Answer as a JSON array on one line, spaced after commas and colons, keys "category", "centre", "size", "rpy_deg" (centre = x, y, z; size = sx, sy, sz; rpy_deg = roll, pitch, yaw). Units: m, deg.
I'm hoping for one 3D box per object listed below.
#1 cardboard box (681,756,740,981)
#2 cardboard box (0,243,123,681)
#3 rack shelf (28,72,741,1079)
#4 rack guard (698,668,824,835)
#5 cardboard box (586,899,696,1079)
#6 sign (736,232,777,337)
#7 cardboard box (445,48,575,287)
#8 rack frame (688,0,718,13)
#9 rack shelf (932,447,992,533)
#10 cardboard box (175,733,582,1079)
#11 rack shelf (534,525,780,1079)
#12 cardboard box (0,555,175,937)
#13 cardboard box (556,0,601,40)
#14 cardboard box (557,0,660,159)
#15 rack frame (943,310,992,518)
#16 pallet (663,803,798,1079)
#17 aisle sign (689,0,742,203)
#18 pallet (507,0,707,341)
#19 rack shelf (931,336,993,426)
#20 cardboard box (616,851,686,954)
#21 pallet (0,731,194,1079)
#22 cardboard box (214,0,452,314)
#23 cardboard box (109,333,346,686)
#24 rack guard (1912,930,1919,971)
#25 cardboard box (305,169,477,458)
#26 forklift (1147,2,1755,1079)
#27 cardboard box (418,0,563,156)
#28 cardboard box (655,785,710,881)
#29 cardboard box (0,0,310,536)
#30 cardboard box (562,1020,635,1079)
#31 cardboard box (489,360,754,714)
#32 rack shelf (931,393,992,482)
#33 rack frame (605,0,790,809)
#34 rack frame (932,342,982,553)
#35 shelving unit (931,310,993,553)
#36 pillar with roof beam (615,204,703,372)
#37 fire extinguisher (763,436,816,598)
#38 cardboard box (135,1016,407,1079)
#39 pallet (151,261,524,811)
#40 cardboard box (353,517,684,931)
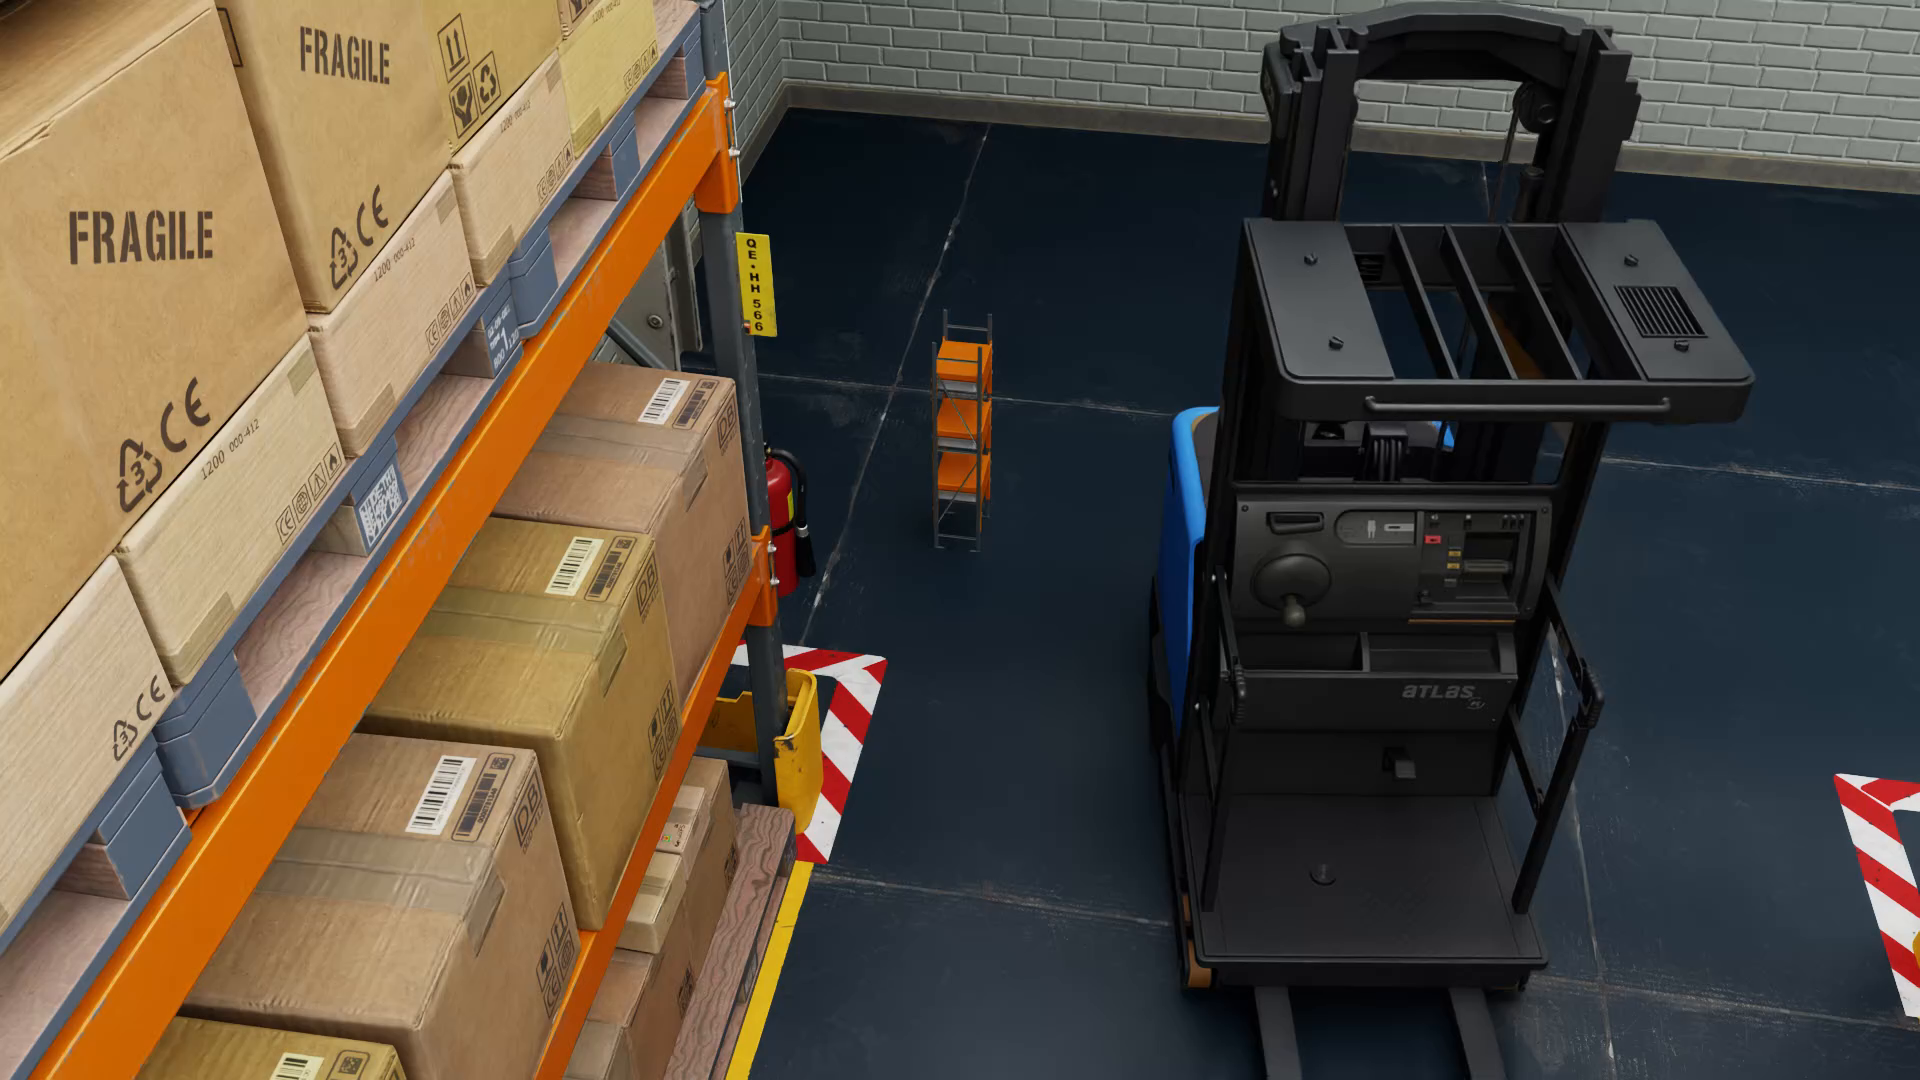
[{"category": "cardboard box", "centre": [-1.128, 1.008, 5.309], "size": [0.700, 0.500, 0.500], "rpy_deg": [6, 40, 8]}, {"category": "cardboard box", "centre": [-1.315, -0.061, 1.737], "size": [0.500, 0.500, 0.500], "rpy_deg": [6, 40, 7]}, {"category": "rack shelf", "centre": [-1.451, 0.132, 2.947], "size": [1.077, 0.370, 4.000], "rpy_deg": [6, 40, 8]}, {"category": "rack guard", "centre": [-1.101, 0.704, 6.006], "size": [1.175, 0.500, 0.348], "rpy_deg": [6, 40, 8]}, {"category": "cardboard box", "centre": [-1.214, 1.322, 4.930], "size": [0.700, 0.500, 0.500], "rpy_deg": [6, 40, 8]}, {"category": "sign", "centre": [-0.573, -0.713, 4.664], "size": [0.100, 0.325, 0.005], "rpy_deg": [6, 40, 8]}, {"category": "cardboard box", "centre": [-1.060, -0.727, 3.131], "size": [0.500, 0.250, 0.500], "rpy_deg": [5, 40, 6]}, {"category": "rack frame", "centre": [-1.105, -2.556, 3.280], "size": [1.000, 3.000, 0.127], "rpy_deg": [6, 40, 8]}, {"category": "rack shelf", "centre": [0.009, -0.216, 7.140], "size": [0.215, 0.259, 0.240], "rpy_deg": [6, 40, 8]}, {"category": "cardboard box", "centre": [-1.440, 0.897, 3.576], "size": [0.980, 0.700, 0.700], "rpy_deg": [5, 40, 6]}, {"category": "rack shelf", "centre": [-1.451, 1.288, 3.903], "size": [1.077, 0.370, 4.000], "rpy_deg": [6, 40, 8]}, {"category": "cardboard box", "centre": [-1.316, 0.245, 1.956], "size": [0.500, 0.250, 0.500], "rpy_deg": [6, 40, 7]}, {"category": "cardboard box", "centre": [-0.963, -1.343, 3.287], "size": [0.500, 0.500, 0.500], "rpy_deg": [6, 40, 8]}, {"category": "cardboard box", "centre": [-0.971, -1.054, 3.526], "size": [0.500, 0.250, 0.500], "rpy_deg": [8, 40, 9]}, {"category": "rack frame", "centre": [0.030, -0.515, 7.049], "size": [0.200, 1.050, 0.008], "rpy_deg": [6, 40, 8]}, {"category": "pallet", "centre": [-1.167, 1.341, 5.463], "size": [1.003, 0.211, 1.213], "rpy_deg": [6, 40, 8]}, {"category": "aisle sign", "centre": [-0.797, -1.258, 4.378], "size": [0.394, 0.787, 0.004], "rpy_deg": [6, 40, 8]}, {"category": "pallet", "centre": [-1.223, -0.899, 3.699], "size": [1.003, 0.211, 1.213], "rpy_deg": [6, 40, 8]}, {"category": "rack shelf", "centre": [0.009, -0.649, 6.782], "size": [0.215, 0.259, 0.240], "rpy_deg": [6, 40, 8]}, {"category": "cardboard box", "centre": [-1.014, 1.019, 4.787], "size": [0.380, 0.149, 0.250], "rpy_deg": [7, 40, 9]}, {"category": "pallet", "centre": [-1.646, 0.632, 1.847], "size": [1.003, 0.211, 1.213], "rpy_deg": [6, 40, 8]}, {"category": "cardboard box", "centre": [-1.143, -0.701, 2.511], "size": [0.500, 0.500, 0.500], "rpy_deg": [5, 40, 6]}, {"category": "cardboard box", "centre": [-1.235, -0.078, 2.346], "size": [0.500, 0.250, 0.500], "rpy_deg": [5, 40, 6]}, {"category": "rack guard", "centre": [3.761, 1.311, 5.272], "size": [1.175, 0.500, 0.348], "rpy_deg": [6, 40, 8]}, {"category": "cardboard box", "centre": [-1.145, -0.400, 2.736], "size": [0.500, 0.250, 0.500], "rpy_deg": [5, 40, 6]}, {"category": "forklift", "centre": [1.279, 0.142, 4.778], "size": [1.130, 2.935, 3.031], "rpy_deg": [0, 40, 0]}, {"category": "cardboard box", "centre": [-1.061, -1.030, 2.908], "size": [0.500, 0.500, 0.500], "rpy_deg": [8, 40, 9]}, {"category": "cardboard box", "centre": [-0.971, 0.858, 4.981], "size": [0.380, 0.149, 0.250], "rpy_deg": [6, 40, 7]}, {"category": "cardboard box", "centre": [-1.235, -0.372, 2.113], "size": [0.500, 0.500, 0.500], "rpy_deg": [7, 40, 8]}, {"category": "cardboard box", "centre": [-1.301, 1.637, 4.548], "size": [0.700, 0.500, 0.500], "rpy_deg": [5, 40, 6]}, {"category": "cardboard box", "centre": [-1.184, -0.039, 4.707], "size": [0.980, 0.700, 0.700], "rpy_deg": [8, 40, 10]}, {"category": "rack shelf", "centre": [0.009, -0.430, 6.963], "size": [0.215, 0.259, 0.240], "rpy_deg": [6, 40, 8]}, {"category": "rack frame", "centre": [-1.105, -0.244, 5.191], "size": [1.000, 3.000, 0.127], "rpy_deg": [6, 40, 8]}, {"category": "rack frame", "centre": [-0.012, -0.362, 6.863], "size": [0.200, 1.050, 0.008], "rpy_deg": [6, 40, 8]}, {"category": "shelving unit", "centre": [0.009, -0.438, 6.956], "size": [0.215, 1.050, 0.252], "rpy_deg": [6, 40, 8]}, {"category": "pillar with roof beam", "centre": [2.750, -3.872, 4.871], "size": [9.100, 9.000, 0.400], "rpy_deg": [6, 40, 8]}, {"category": "fire extinguisher", "centre": [-0.625, -0.115, 5.388], "size": [0.296, 0.674, 0.183], "rpy_deg": [6, 40, 8]}, {"category": "cardboard box", "centre": [-1.556, 1.354, 3.023], "size": [0.980, 0.700, 0.700], "rpy_deg": [5, 40, 7]}, {"category": "pallet", "centre": [-1.432, -0.132, 2.771], "size": [1.003, 0.211, 1.213], "rpy_deg": [6, 40, 8]}, {"category": "cardboard box", "centre": [-1.299, 0.419, 4.154], "size": [0.980, 0.700, 0.700], "rpy_deg": [6, 40, 7]}]
